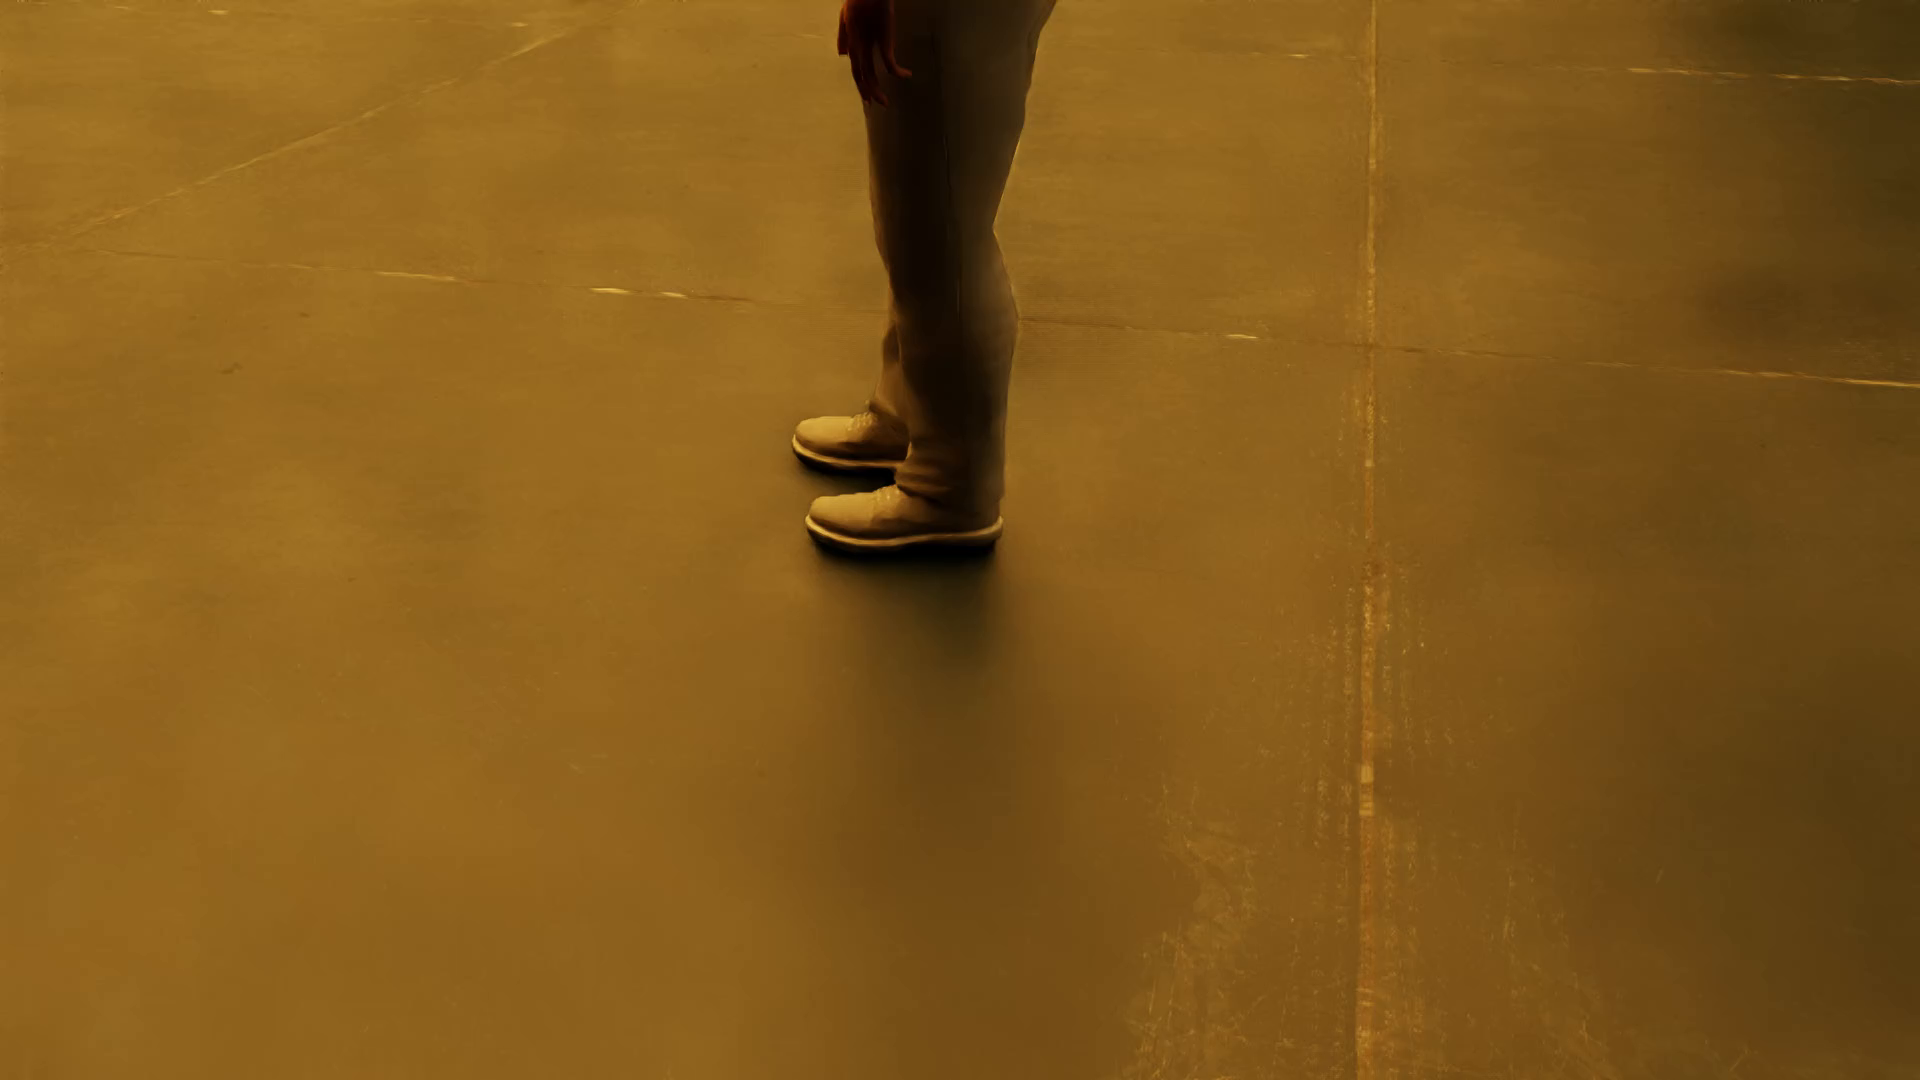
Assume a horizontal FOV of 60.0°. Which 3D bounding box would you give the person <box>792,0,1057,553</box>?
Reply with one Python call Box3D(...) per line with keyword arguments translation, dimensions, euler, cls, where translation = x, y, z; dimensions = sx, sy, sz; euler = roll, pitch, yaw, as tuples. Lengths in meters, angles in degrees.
Box3D(translation=(-0.069, -0.779, 2.147), dimensions=(0.529, 1.695, 0.570), euler=(6, 27, 11), cls="person")
